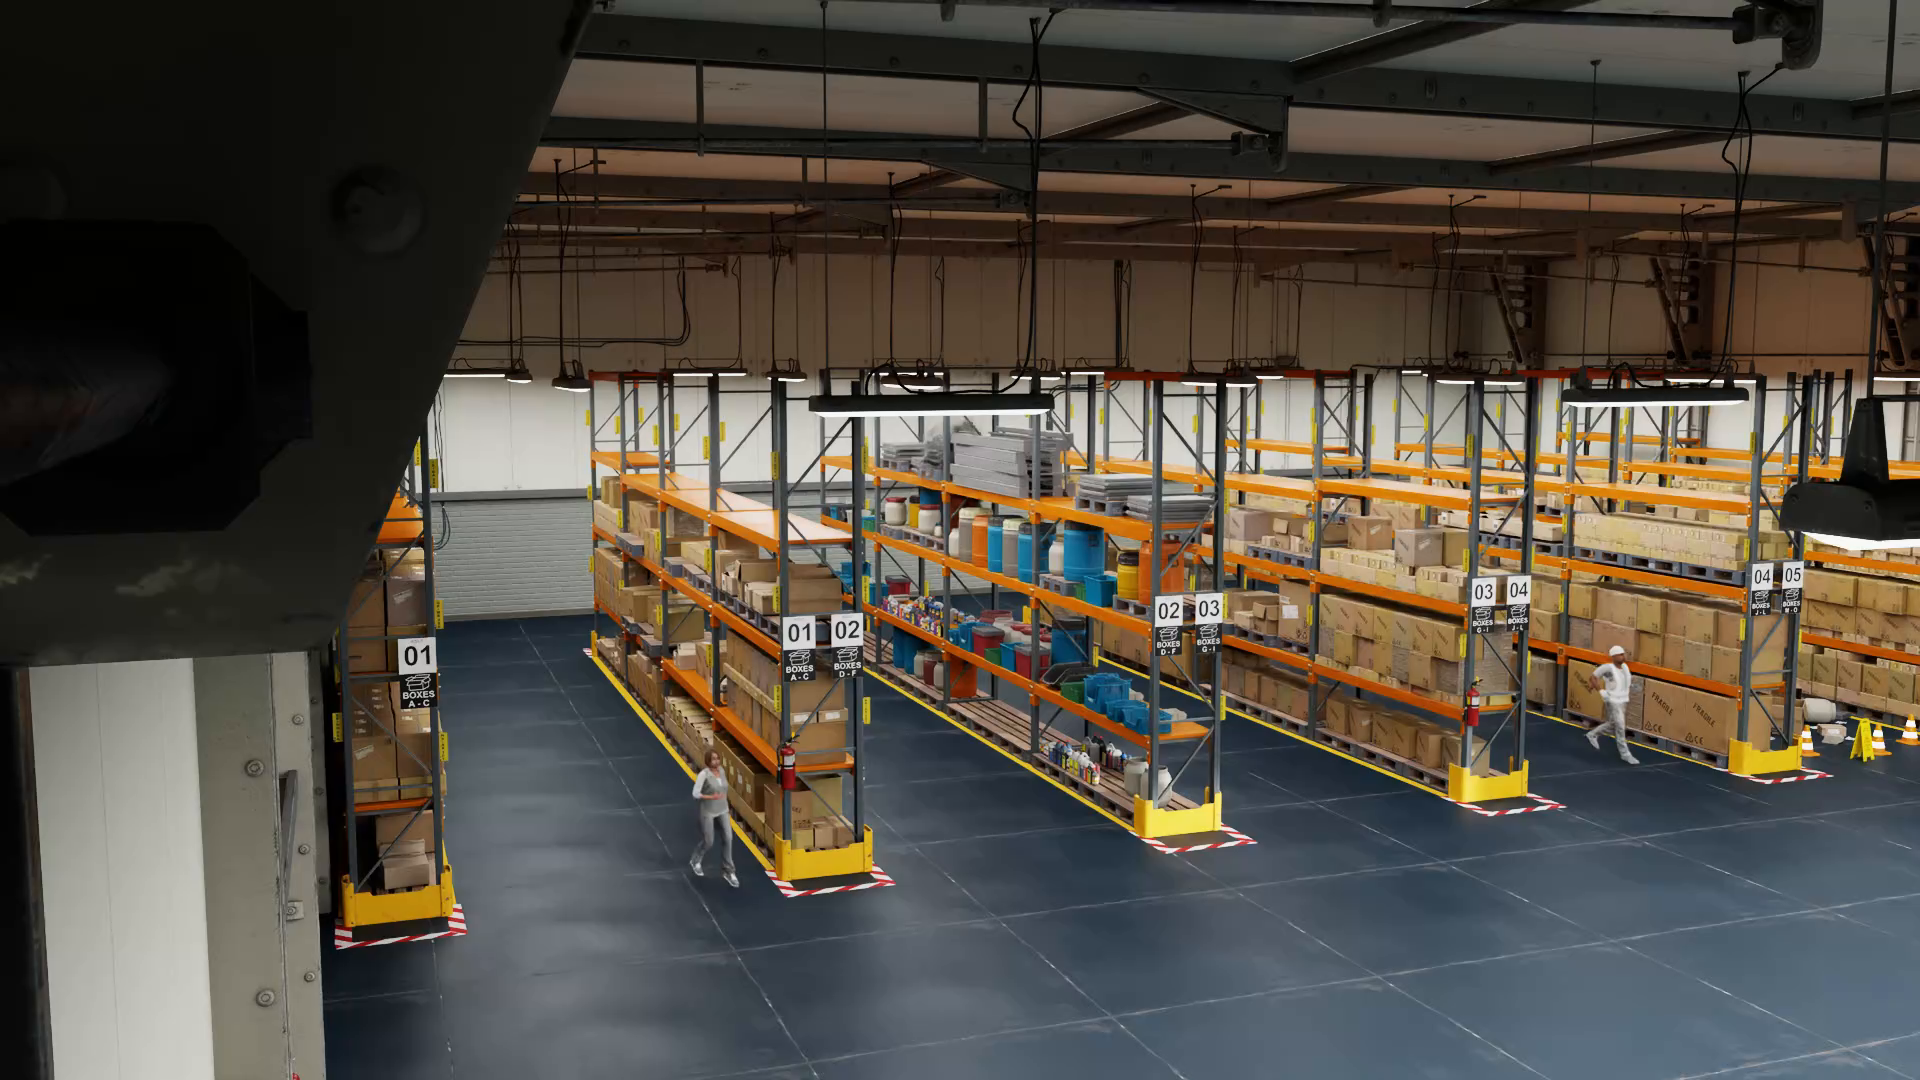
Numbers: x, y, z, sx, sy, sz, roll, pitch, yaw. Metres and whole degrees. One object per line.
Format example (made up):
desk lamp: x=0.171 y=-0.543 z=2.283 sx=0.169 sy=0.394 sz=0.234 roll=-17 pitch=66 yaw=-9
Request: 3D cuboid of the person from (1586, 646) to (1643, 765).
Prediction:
person: x=10.237 y=2.538 z=26.010 sx=0.682 sy=1.791 sz=0.987 roll=-5 pitch=8 yaw=-36

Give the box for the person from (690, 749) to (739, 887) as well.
person: x=-2.971 y=3.307 z=19.932 sx=0.537 sy=1.623 sz=0.759 roll=-6 pitch=9 yaw=-42
